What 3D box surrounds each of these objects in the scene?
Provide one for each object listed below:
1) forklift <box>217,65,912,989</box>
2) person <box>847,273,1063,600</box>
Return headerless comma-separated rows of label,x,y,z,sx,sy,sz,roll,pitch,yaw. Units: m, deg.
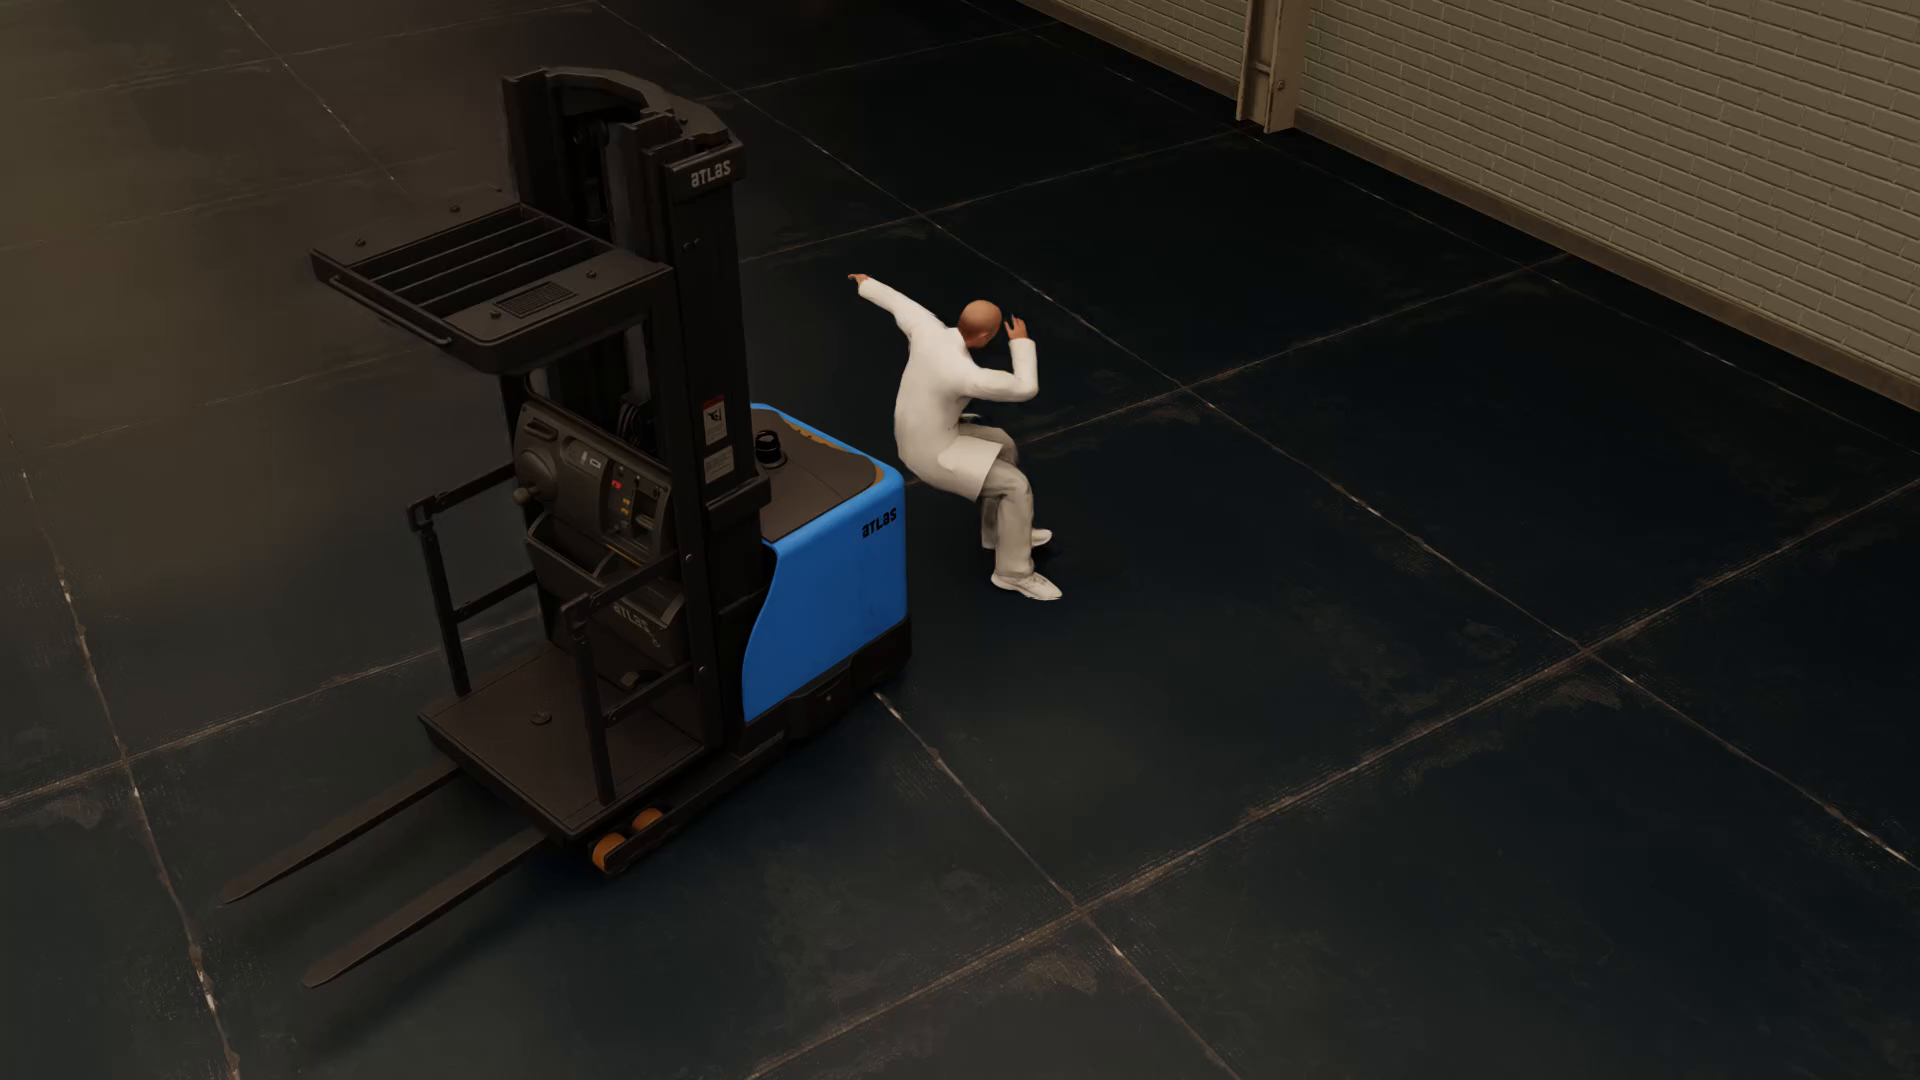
forklift,-1.587,-0.171,6.391,1.130,2.935,3.031,27,43,33
person,0.004,-0.619,8.368,0.747,1.450,1.467,-13,37,-17
